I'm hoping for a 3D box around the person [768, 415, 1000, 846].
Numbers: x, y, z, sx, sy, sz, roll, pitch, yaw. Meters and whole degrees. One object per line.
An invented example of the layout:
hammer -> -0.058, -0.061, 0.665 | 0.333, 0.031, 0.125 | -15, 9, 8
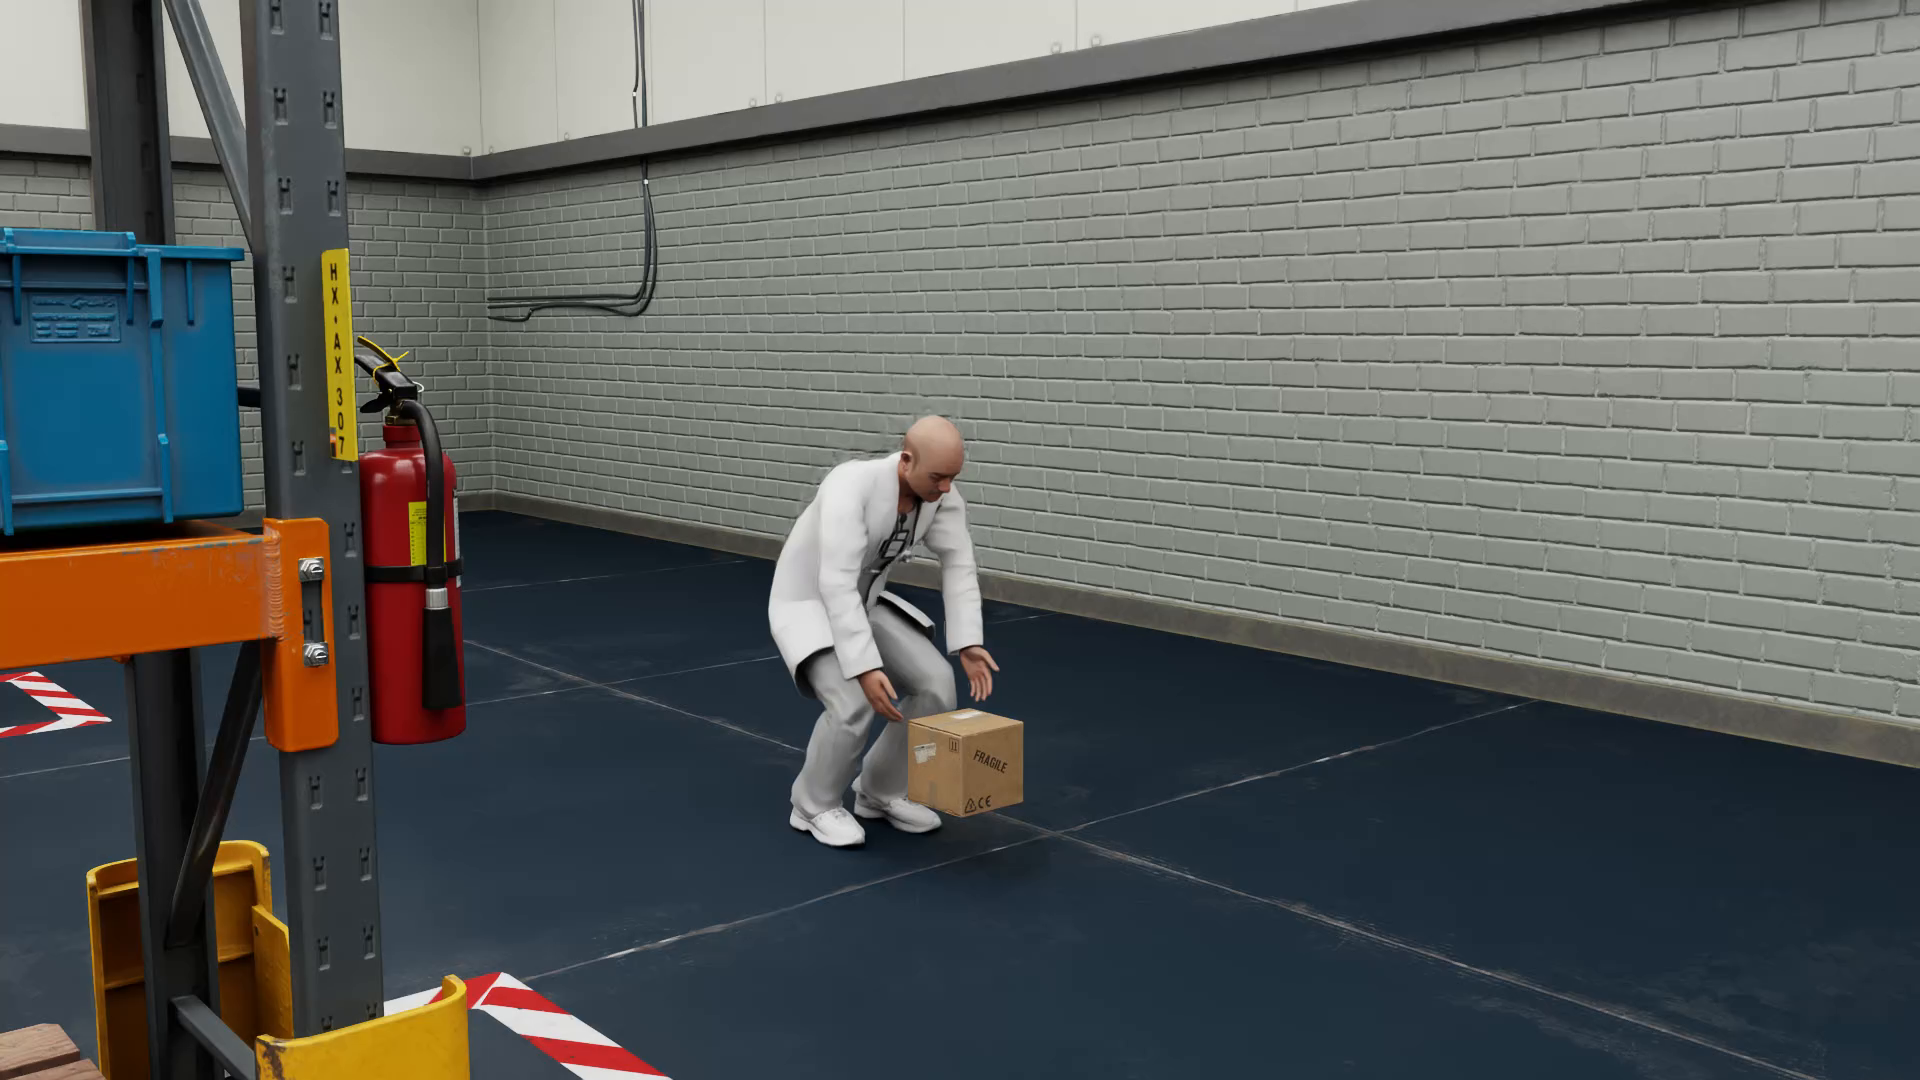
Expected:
person -> -0.269, 0.272, 5.345 | 0.633, 1.365, 0.749 | -6, 10, -41
